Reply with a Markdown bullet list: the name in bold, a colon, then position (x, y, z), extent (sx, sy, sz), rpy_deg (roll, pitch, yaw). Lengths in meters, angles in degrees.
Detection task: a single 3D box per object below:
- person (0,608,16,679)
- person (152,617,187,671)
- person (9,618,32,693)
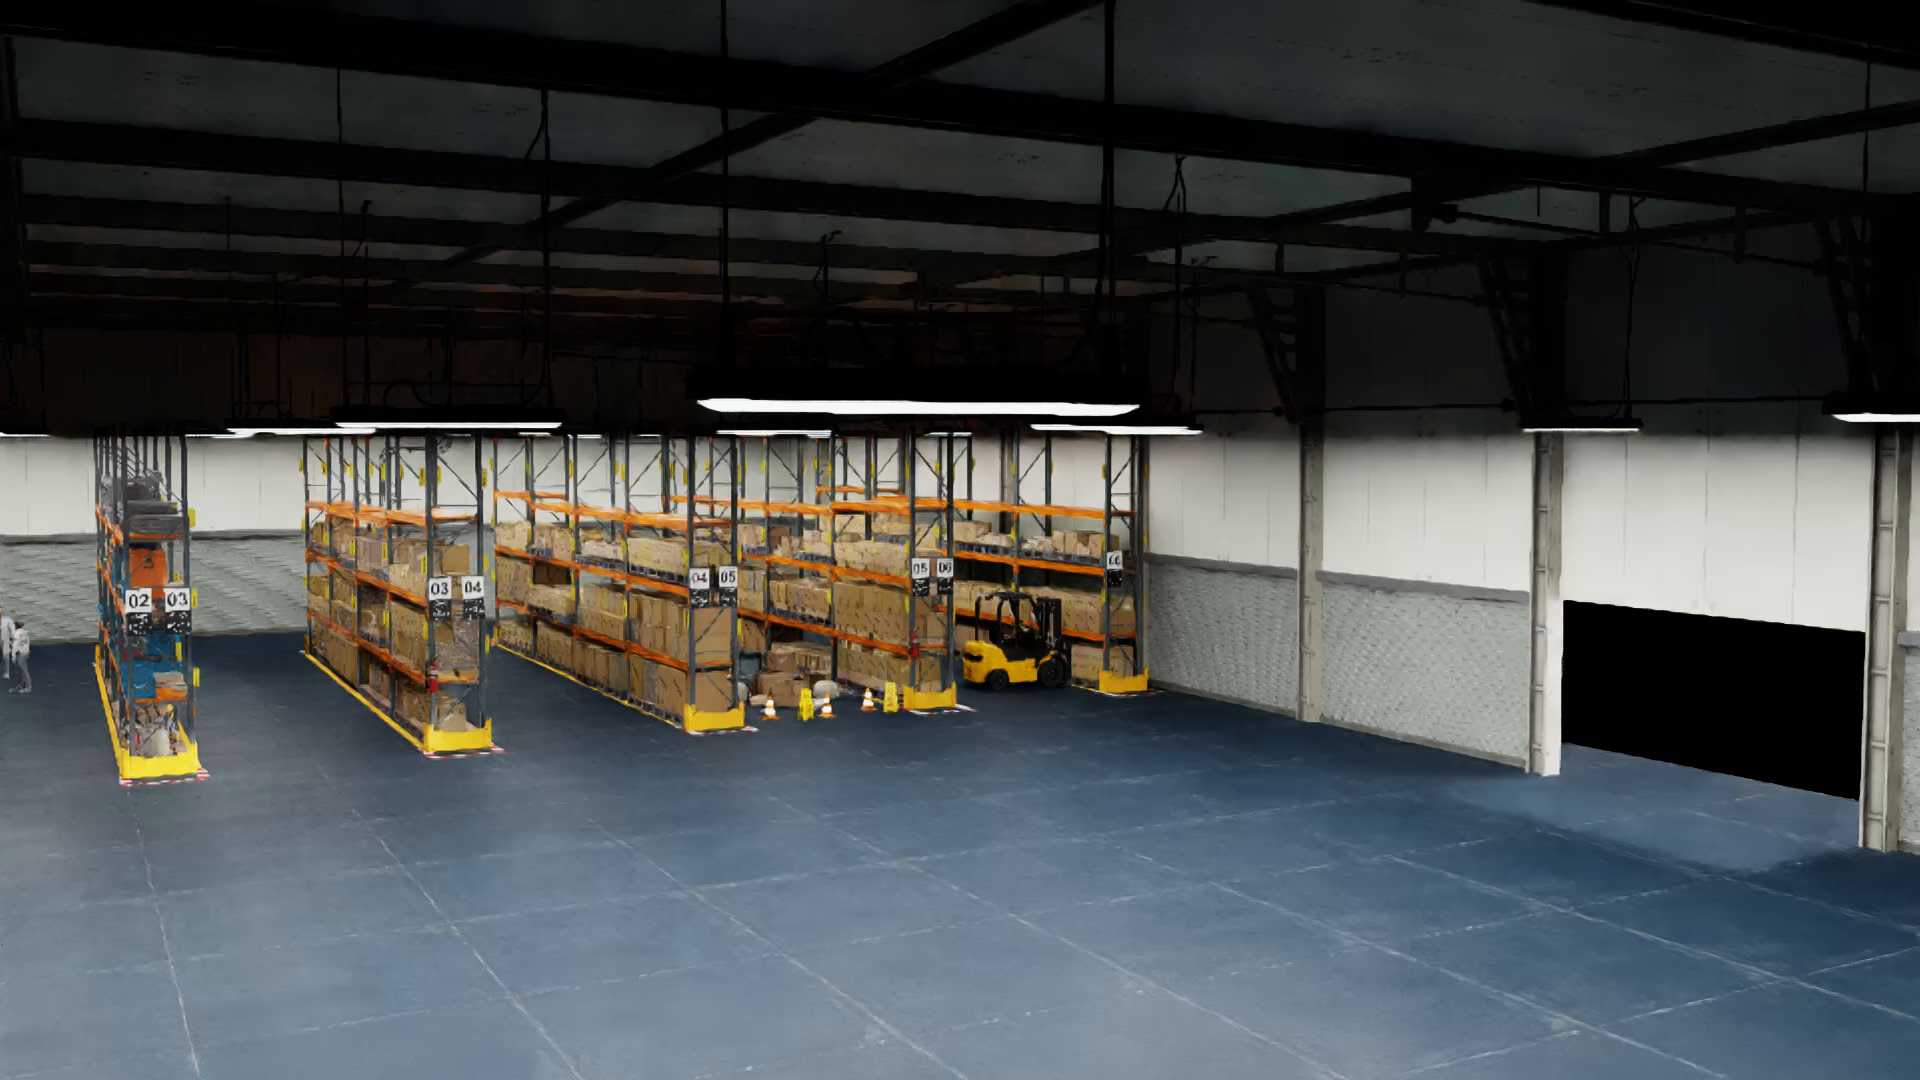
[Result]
- **person**: position (-22.927, 2.460, 39.668), extent (0.729, 1.733, 0.546), rpy_deg (-2, 4, -30)
- **person**: position (-19.494, 2.389, 40.727), extent (0.874, 1.718, 0.733), rpy_deg (3, 5, 42)
- **person**: position (-21.242, 2.598, 37.572), extent (0.552, 1.662, 0.573), rpy_deg (0, 3, -7)
